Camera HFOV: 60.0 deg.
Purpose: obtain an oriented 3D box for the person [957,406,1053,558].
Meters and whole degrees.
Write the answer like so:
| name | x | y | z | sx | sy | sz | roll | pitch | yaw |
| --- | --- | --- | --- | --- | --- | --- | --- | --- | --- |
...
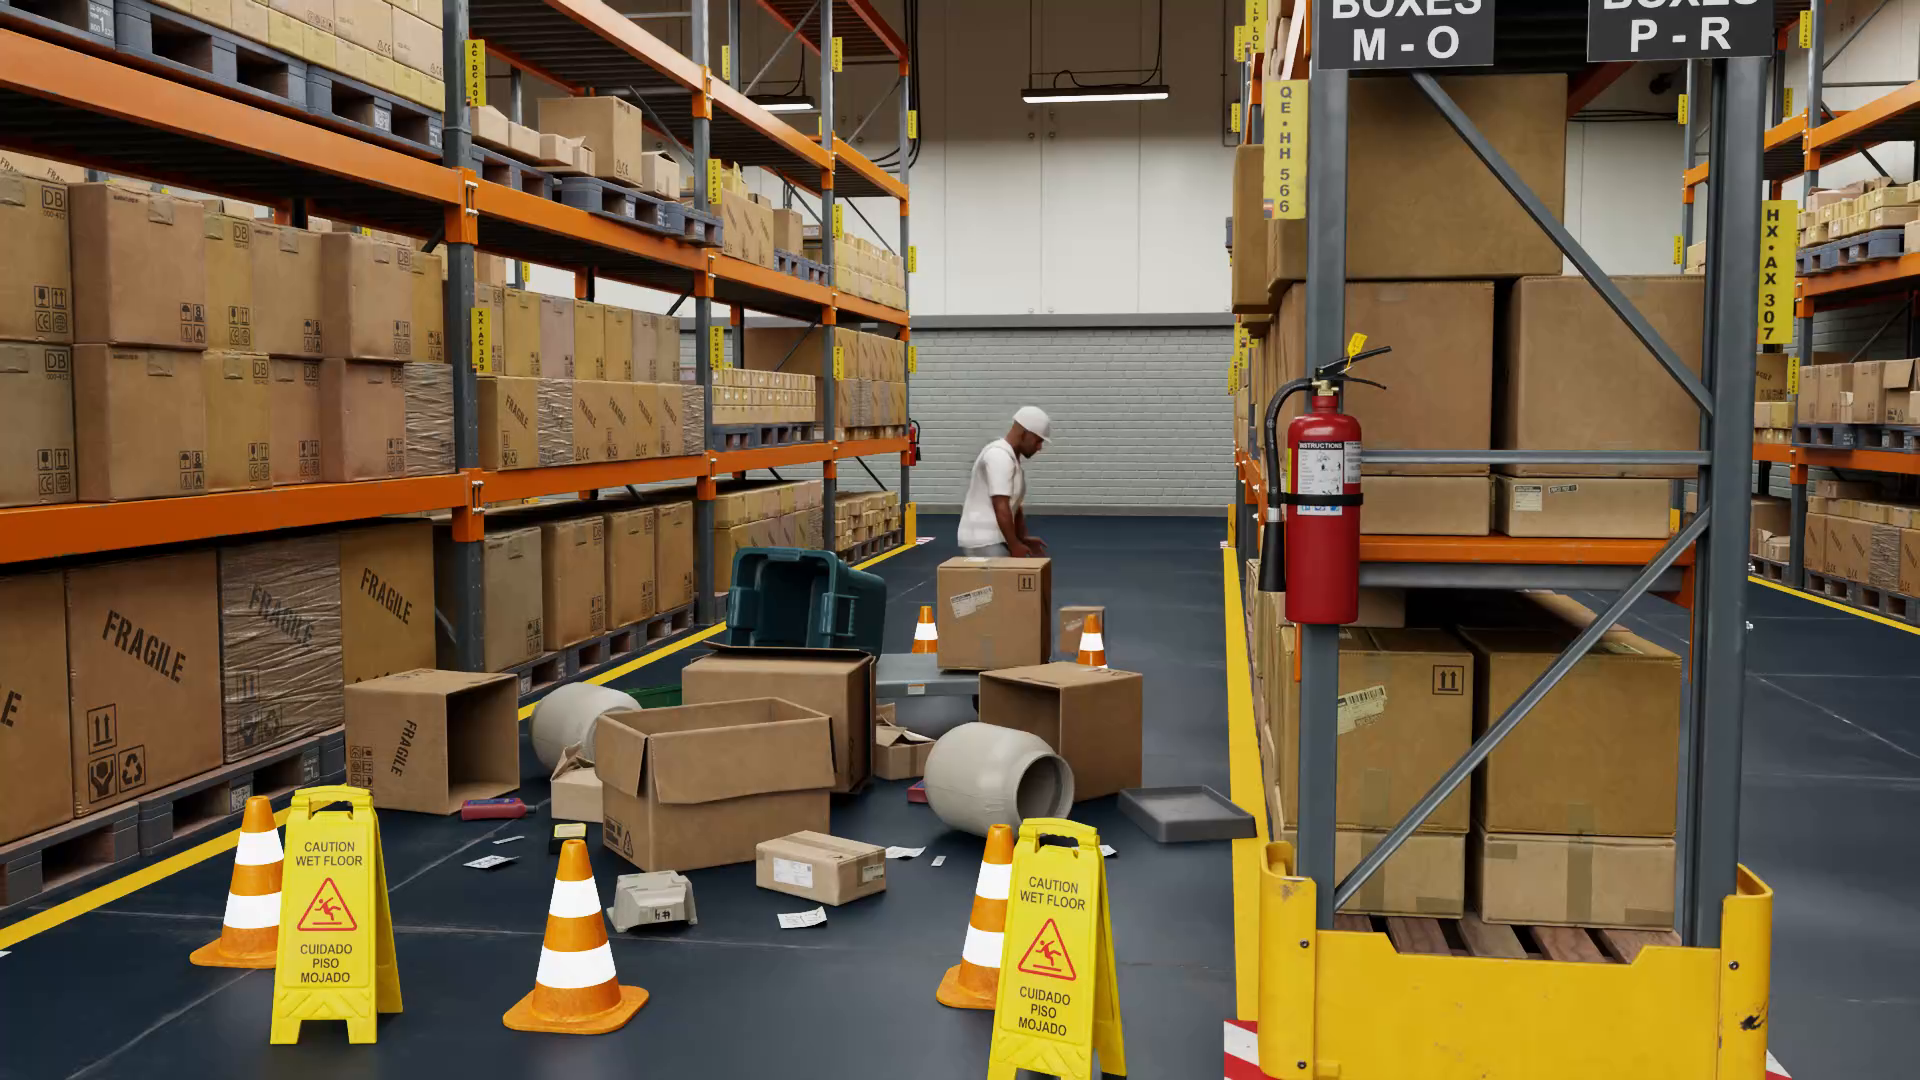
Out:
| name | x | y | z | sx | sy | sz | roll | pitch | yaw |
| --- | --- | --- | --- | --- | --- | --- | --- | --- | --- |
| person | 0.276 | 0.026 | 9.917 | 0.554 | 1.651 | 0.610 | 1 | 5 | 10 |
